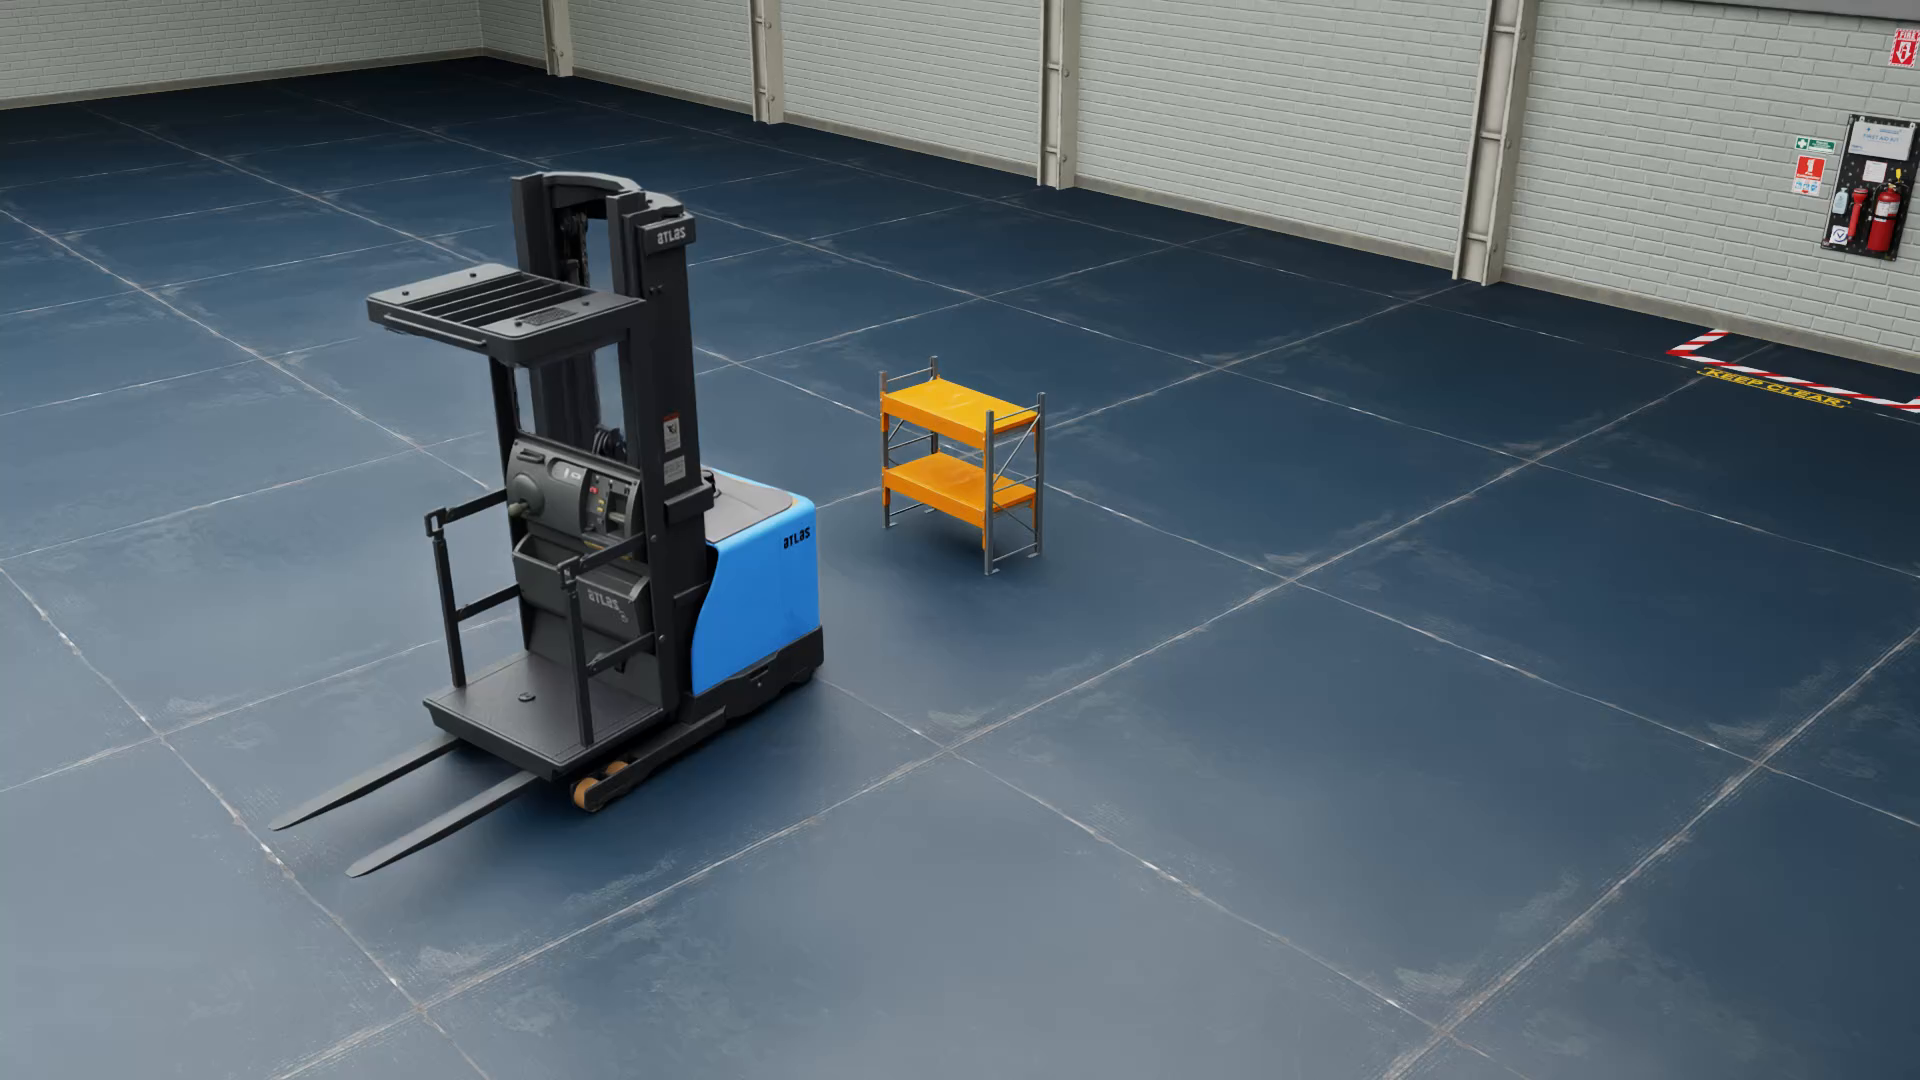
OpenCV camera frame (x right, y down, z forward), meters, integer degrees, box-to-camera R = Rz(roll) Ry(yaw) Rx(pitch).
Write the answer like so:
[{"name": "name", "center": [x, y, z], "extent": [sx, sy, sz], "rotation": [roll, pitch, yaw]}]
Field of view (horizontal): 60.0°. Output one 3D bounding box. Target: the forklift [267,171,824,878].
[{"name": "forklift", "center": [-2.068, -0.210, 8.180], "extent": [1.130, 2.935, 3.031], "rotation": [17, 30, 33]}]

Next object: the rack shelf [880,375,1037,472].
[{"name": "rack shelf", "center": [0.005, -0.776, 10.891], "extent": [0.538, 0.278, 1.000], "rotation": [-21, 32, -38]}]

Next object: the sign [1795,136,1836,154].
[{"name": "sign", "center": [7.457, -3.442, 14.499], "extent": [0.001, 0.109, 0.331], "rotation": [-21, 32, -38]}]

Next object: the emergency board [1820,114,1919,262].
[{"name": "emergency board", "center": [7.763, -2.992, 14.194], "extent": [0.194, 1.169, 0.643], "rotation": [-21, 32, -38]}]

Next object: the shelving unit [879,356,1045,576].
[{"name": "shelving unit", "center": [0.005, -0.510, 11.012], "extent": [0.538, 1.125, 1.048], "rotation": [-21, 32, -38]}]

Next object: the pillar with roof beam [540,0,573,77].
[{"name": "pillar with roof beam", "center": [-10.122, -11.012, 24.546], "extent": [9.100, 9.000, 0.400], "rotation": [-21, 32, -38]}]

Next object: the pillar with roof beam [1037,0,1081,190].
[{"name": "pillar with roof beam", "center": [-1.920, -7.376, 16.576], "extent": [9.100, 9.000, 0.400], "rotation": [-21, 32, -38]}]

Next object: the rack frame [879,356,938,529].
[{"name": "rack frame", "center": [-0.343, -0.664, 11.350], "extent": [0.500, 1.125, 0.032], "rotation": [-21, 32, -38]}]

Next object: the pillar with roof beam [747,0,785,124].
[{"name": "pillar with roof beam", "center": [-6.021, -9.194, 20.561], "extent": [9.100, 9.000, 0.400], "rotation": [-21, 32, -38]}]

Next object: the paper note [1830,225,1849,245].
[{"name": "paper note", "center": [7.692, -2.664, 14.537], "extent": [0.016, 0.148, 0.142], "rotation": [-21, 32, -38]}]

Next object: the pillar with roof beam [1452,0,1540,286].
[{"name": "pillar with roof beam", "center": [2.181, -5.558, 12.592], "extent": [9.100, 9.000, 0.400], "rotation": [-21, 32, -38]}]

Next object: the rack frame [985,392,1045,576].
[{"name": "rack frame", "center": [0.352, -0.356, 10.674], "extent": [0.500, 1.125, 0.032], "rotation": [-21, 32, -38]}]

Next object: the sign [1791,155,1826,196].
[{"name": "sign", "center": [7.460, -3.205, 14.618], "extent": [0.001, 0.329, 0.234], "rotation": [-21, 32, -38]}]

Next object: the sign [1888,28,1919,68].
[{"name": "sign", "center": [7.830, -4.077, 13.780], "extent": [0.001, 0.298, 0.199], "rotation": [-21, 32, -38]}]

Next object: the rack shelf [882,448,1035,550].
[{"name": "rack shelf", "center": [0.005, -0.287, 11.114], "extent": [0.538, 0.278, 1.000], "rotation": [-21, 32, -38]}]
